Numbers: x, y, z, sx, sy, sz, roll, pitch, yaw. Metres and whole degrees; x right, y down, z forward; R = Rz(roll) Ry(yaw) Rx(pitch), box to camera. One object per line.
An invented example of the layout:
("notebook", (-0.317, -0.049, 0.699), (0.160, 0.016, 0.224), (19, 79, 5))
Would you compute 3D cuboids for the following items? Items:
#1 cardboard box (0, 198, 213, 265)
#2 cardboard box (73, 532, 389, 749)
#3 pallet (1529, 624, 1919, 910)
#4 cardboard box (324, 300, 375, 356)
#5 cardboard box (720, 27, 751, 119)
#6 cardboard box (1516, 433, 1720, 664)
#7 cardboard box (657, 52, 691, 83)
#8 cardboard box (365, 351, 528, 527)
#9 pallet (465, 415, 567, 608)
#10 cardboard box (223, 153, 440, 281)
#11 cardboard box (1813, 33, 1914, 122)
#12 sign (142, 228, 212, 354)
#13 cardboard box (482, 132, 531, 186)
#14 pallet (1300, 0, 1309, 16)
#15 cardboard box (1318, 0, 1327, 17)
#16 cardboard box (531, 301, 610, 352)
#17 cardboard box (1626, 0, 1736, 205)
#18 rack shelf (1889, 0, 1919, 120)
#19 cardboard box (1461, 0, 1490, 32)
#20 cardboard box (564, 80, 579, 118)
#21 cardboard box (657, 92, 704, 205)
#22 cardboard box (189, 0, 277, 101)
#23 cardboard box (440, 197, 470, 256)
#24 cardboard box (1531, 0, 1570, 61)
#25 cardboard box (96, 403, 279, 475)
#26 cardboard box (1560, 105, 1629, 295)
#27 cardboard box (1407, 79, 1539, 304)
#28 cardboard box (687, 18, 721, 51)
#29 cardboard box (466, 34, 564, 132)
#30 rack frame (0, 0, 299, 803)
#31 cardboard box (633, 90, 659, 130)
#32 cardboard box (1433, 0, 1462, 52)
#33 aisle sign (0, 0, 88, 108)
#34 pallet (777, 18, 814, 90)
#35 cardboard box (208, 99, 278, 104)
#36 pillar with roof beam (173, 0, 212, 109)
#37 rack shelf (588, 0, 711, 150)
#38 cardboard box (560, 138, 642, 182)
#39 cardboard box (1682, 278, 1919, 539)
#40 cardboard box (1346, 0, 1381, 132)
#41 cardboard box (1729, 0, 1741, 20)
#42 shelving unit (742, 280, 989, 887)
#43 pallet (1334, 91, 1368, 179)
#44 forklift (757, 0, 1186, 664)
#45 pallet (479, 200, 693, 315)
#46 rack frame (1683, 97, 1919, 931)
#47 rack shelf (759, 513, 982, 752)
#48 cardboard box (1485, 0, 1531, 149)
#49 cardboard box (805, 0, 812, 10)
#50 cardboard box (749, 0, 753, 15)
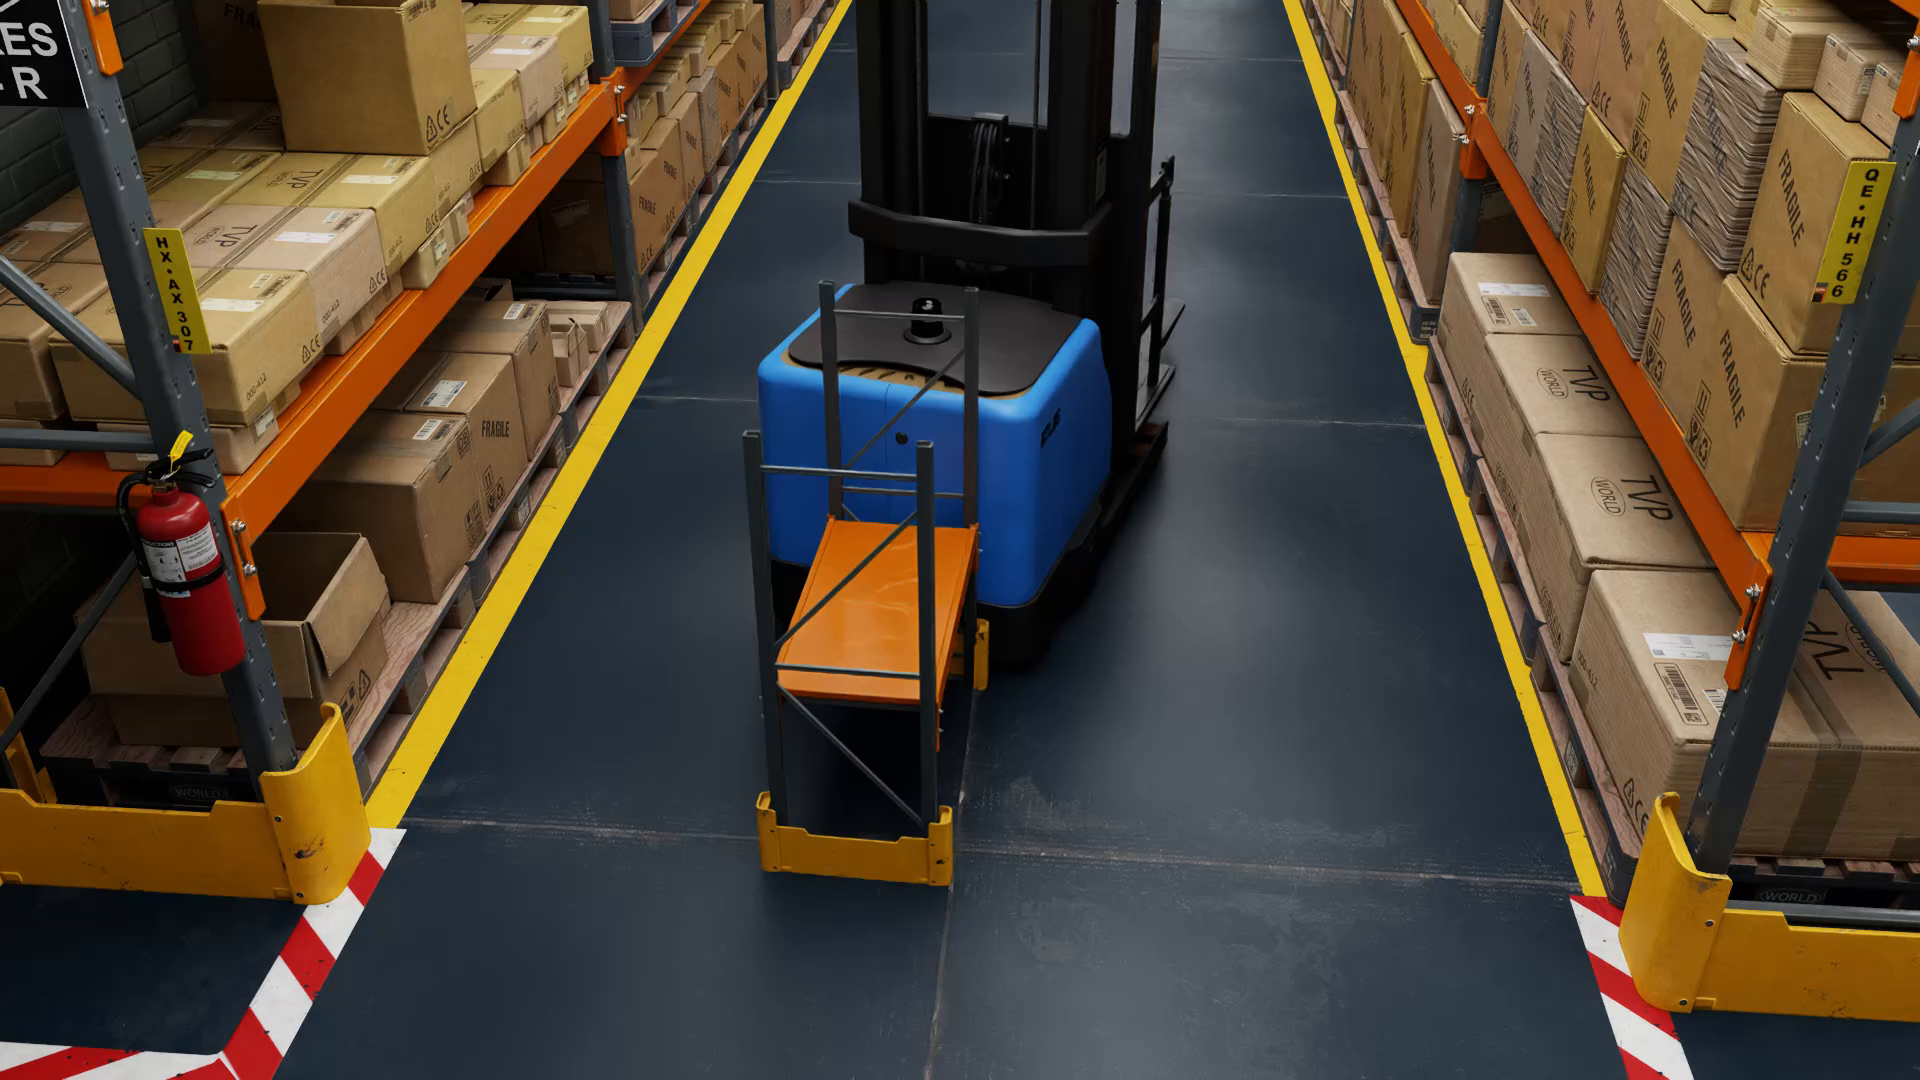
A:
("cardboard box", (-2.629, -0.841, 5.115), (0.500, 0.250, 0.500), (3, 32, 4))
("cardboard box", (-2.301, 0.312, 5.365), (0.797, 0.503, 0.637), (1, 32, 2))
("pallet", (2.490, 0.719, 5.382), (1.003, 0.211, 1.213), (2, 32, 4))
("cardboard box", (-2.102, -0.713, 5.288), (0.380, 0.149, 0.250), (3, 32, 6))
("cardboard box", (-1.665, -3.063, 10.843), (0.500, 0.500, 0.500), (2, 32, 3))
("cardboard box", (2.523, 0.037, 5.873), (0.875, 0.438, 0.875), (3, 32, 5))
("cardboard box", (-1.788, -2.743, 9.706), (0.380, 0.149, 0.250), (3, 32, 4))
("cardboard box", (-2.050, -0.405, 6.530), (0.500, 0.500, 0.500), (3, 32, 5))
("pallet", (-2.273, -0.162, 6.812), (1.003, 0.211, 1.213), (2, 32, 4))
("cardboard box", (-2.061, -1.074, 5.493), (0.500, 0.250, 0.500), (2, 32, 3))
("cardboard box", (2.329, -1.121, 4.043), (0.380, 0.149, 0.250), (3, 32, 5))
("sign", (-1.904, -0.602, 4.043), (0.100, 0.325, 0.005), (2, 32, 4))
("cardboard box", (-1.931, -1.519, 6.595), (0.380, 0.149, 0.250), (2, 32, 3))
("pallet", (3.418, -4.727, 14.219), (1.003, 0.211, 1.213), (2, 32, 4))
("cardboard box", (3.329, -4.367, 13.082), (0.950, 0.372, 0.625), (3, 32, 6))
("cardboard box", (-1.872, -1.009, 7.846), (0.380, 0.149, 0.250), (2, 32, 2))
("cardboard box", (2.361, -1.310, 4.968), (0.500, 0.500, 0.500), (2, 32, 4))
("rack shelf", (2.665, -2.063, 5.065), (1.077, 0.370, 4.000), (2, 32, 4))
("cardboard box", (2.622, -2.528, 7.660), (0.500, 0.250, 0.500), (2, 32, 4))
("cardboard box", (-1.893, -1.927, 7.257), (0.380, 0.149, 0.250), (3, 32, 5))
("cardboard box", (-1.777, -2.246, 9.517), (0.500, 0.500, 0.500), (2, 32, 3))
("cardboard box", (-2.506, -1.963, 6.221), (0.500, 0.500, 0.500), (2, 32, 3))
("cardboard box", (-1.989, -1.120, 5.948), (0.380, 0.149, 0.250), (3, 32, 5))
("cardboard box", (2.501, -2.104, 6.257), (0.500, 0.500, 0.500), (2, 32, 3))
("cardboard box", (-2.145, -0.310, 4.633), (0.380, 0.149, 0.250), (2, 32, 4))
("cardboard box", (2.395, -1.154, 5.669), (0.500, 0.500, 0.500), (3, 32, 5))
("cardboard box", (2.799, -1.740, 8.339), (0.875, 0.875, 0.875), (3, 32, 6))
("cardboard box", (-1.705, -3.146, 10.359), (0.380, 0.149, 0.250), (3, 32, 5))
("cardboard box", (-1.944, -1.872, 6.787), (0.500, 0.250, 0.500), (3, 32, 4))
("rack frame", (-2.445, -0.257, 4.307), (1.000, 3.000, 0.127), (2, 32, 4))
("cardboard box", (-1.861, -2.342, 9.055), (0.380, 0.149, 0.250), (2, 32, 3))
("cardboard box", (2.656, -2.586, 8.230), (0.500, 0.250, 0.500), (2, 32, 3))
("aisle sign", (-2.158, -1.315, 3.547), (0.394, 0.787, 0.004), (2, 32, 4))
("pallet", (-1.688, -3.682, 12.523), (1.003, 0.211, 1.213), (2, 32, 4))
("cardboard box", (-2.507, -1.631, 6.397), (0.500, 0.250, 0.500), (3, 32, 5))
("pillar with roof beam", (1.216, -4.393, 5.301), (9.100, 9.000, 0.400), (2, 32, 4))
("rack shelf", (-1.957, -3.088, 9.587), (1.077, 0.370, 4.000), (2, 32, 4))
("cardboard box", (-1.825, -1.915, 8.363), (0.380, 0.149, 0.250), (4, 32, 6))
("cardboard box", (2.278, -0.353, 4.368), (0.500, 0.500, 0.500), (3, 32, 4))
("cardboard box", (3.015, -3.146, 10.621), (0.875, 0.875, 0.875), (2, 32, 4))
("cardboard box", (2.419, -1.523, 4.696), (0.380, 0.149, 0.250), (2, 32, 4))
("shelving unit", (-0.256, 0.115, 5.134), (0.587, 1.500, 1.083), (4, 32, 6))
("pallet", (3.014, -2.634, 10.822), (1.003, 0.211, 1.213), (2, 32, 4))
("forklift", (0.275, -1.571, 6.505), (1.130, 2.935, 3.031), (11, 33, 17))
("pallet", (-2.091, -1.588, 9.126), (1.003, 0.211, 1.213), (2, 32, 4))
("rack frame", (2.502, -0.047, 3.966), (1.000, 3.000, 0.127), (2, 32, 4))
("rack shelf", (-0.254, 0.264, 5.236), (0.538, 0.185, 1.000), (4, 32, 6))
("cardboard box", (2.529, -1.947, 6.954), (0.500, 0.500, 0.500), (3, 32, 6))
("cardboard box", (-1.629, -4.627, 13.263), (0.875, 0.625, 0.625), (1, 32, 2))
("cardboard box", (-1.582, -3.562, 11.034), (0.380, 0.149, 0.250), (1, 32, 2))
